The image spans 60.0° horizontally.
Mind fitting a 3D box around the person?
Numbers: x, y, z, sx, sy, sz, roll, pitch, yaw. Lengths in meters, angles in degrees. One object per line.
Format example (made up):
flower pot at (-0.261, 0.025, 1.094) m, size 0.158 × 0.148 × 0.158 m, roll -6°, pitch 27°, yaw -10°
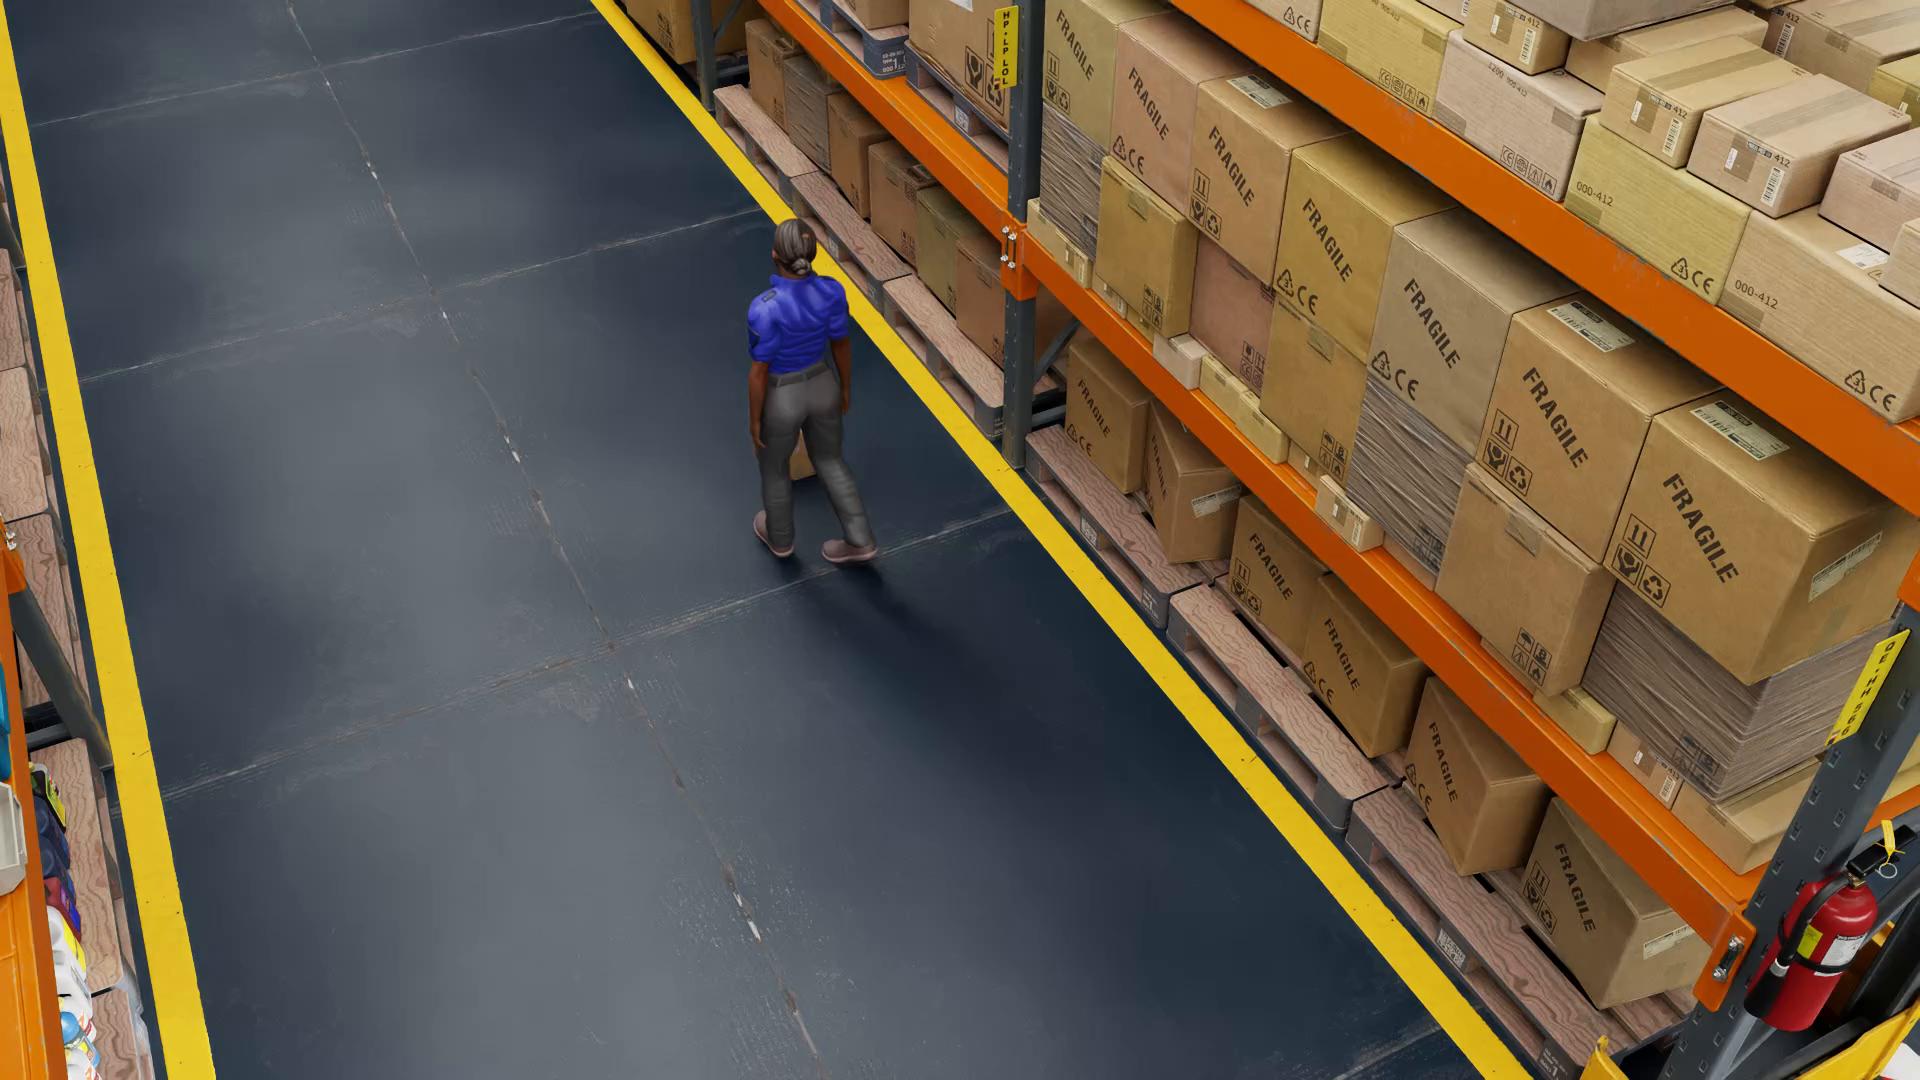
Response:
person at (-0.662, -0.576, 6.804) m, size 0.465 × 1.659 × 0.597 m, roll -25°, pitch 47°, yaw -26°
